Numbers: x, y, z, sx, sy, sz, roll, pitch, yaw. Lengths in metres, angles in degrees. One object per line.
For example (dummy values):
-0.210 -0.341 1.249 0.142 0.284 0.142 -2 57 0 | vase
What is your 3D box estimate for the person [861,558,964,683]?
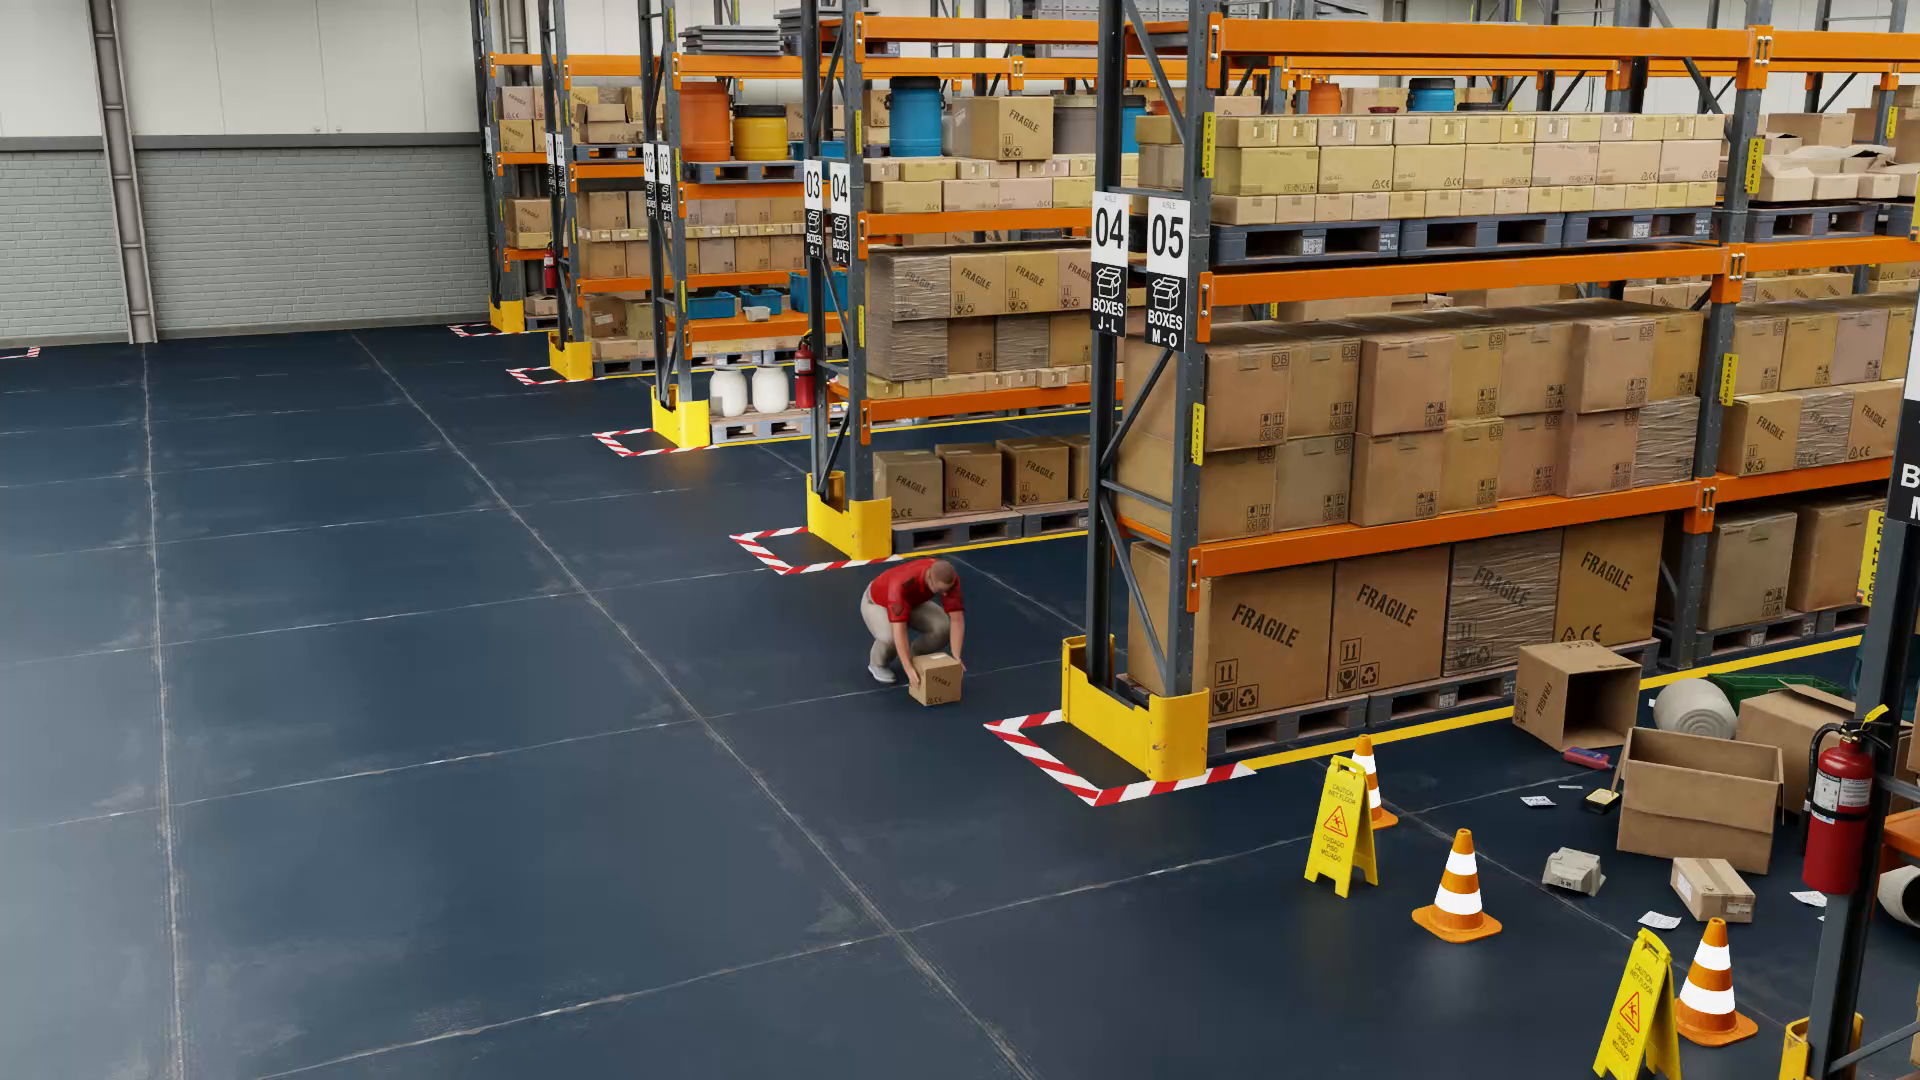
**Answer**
-0.341 0.496 10.925 0.566 0.845 0.690 -7 17 -25 | person
